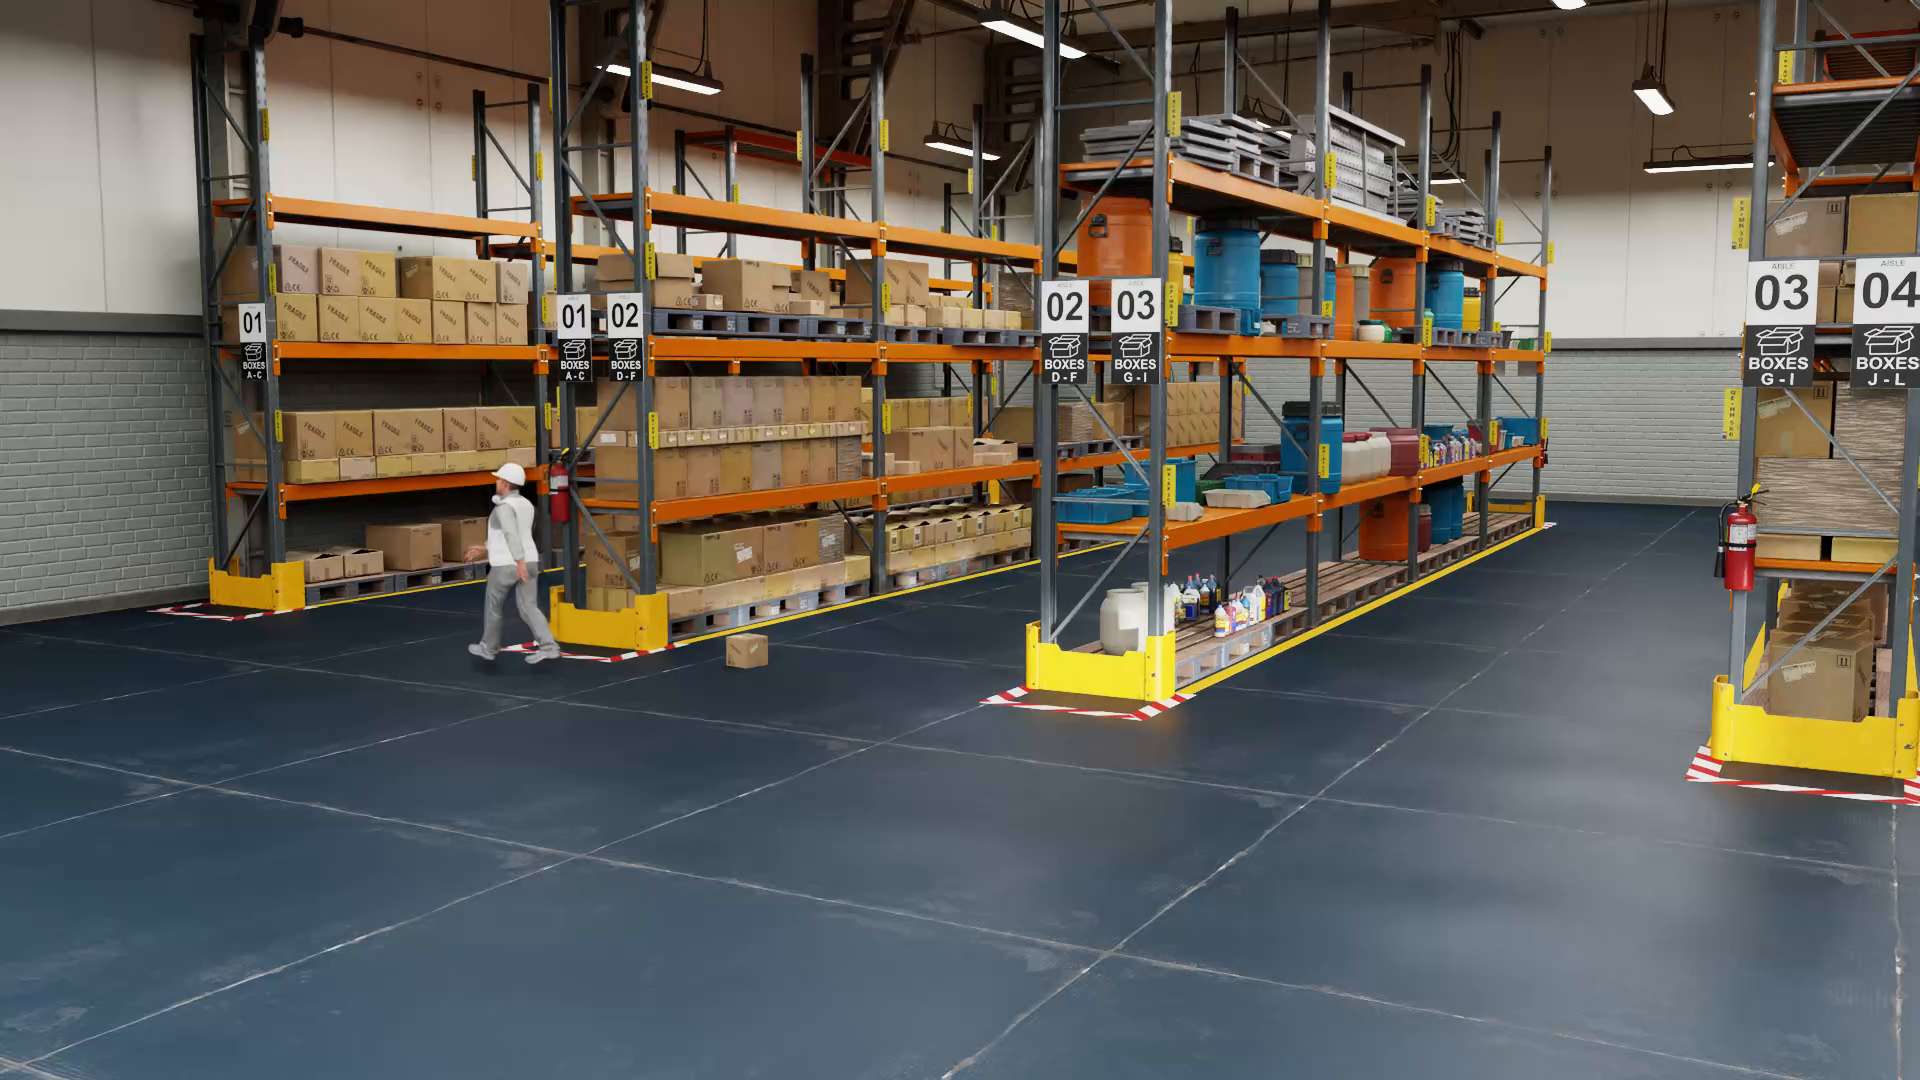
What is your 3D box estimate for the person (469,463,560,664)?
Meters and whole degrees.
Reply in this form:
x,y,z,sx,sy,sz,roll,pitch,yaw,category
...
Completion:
x,y,z,sx,sy,sz,roll,pitch,yaw,category
-3.828,0.200,14.191,1.048,1.712,0.450,3,7,27,person
